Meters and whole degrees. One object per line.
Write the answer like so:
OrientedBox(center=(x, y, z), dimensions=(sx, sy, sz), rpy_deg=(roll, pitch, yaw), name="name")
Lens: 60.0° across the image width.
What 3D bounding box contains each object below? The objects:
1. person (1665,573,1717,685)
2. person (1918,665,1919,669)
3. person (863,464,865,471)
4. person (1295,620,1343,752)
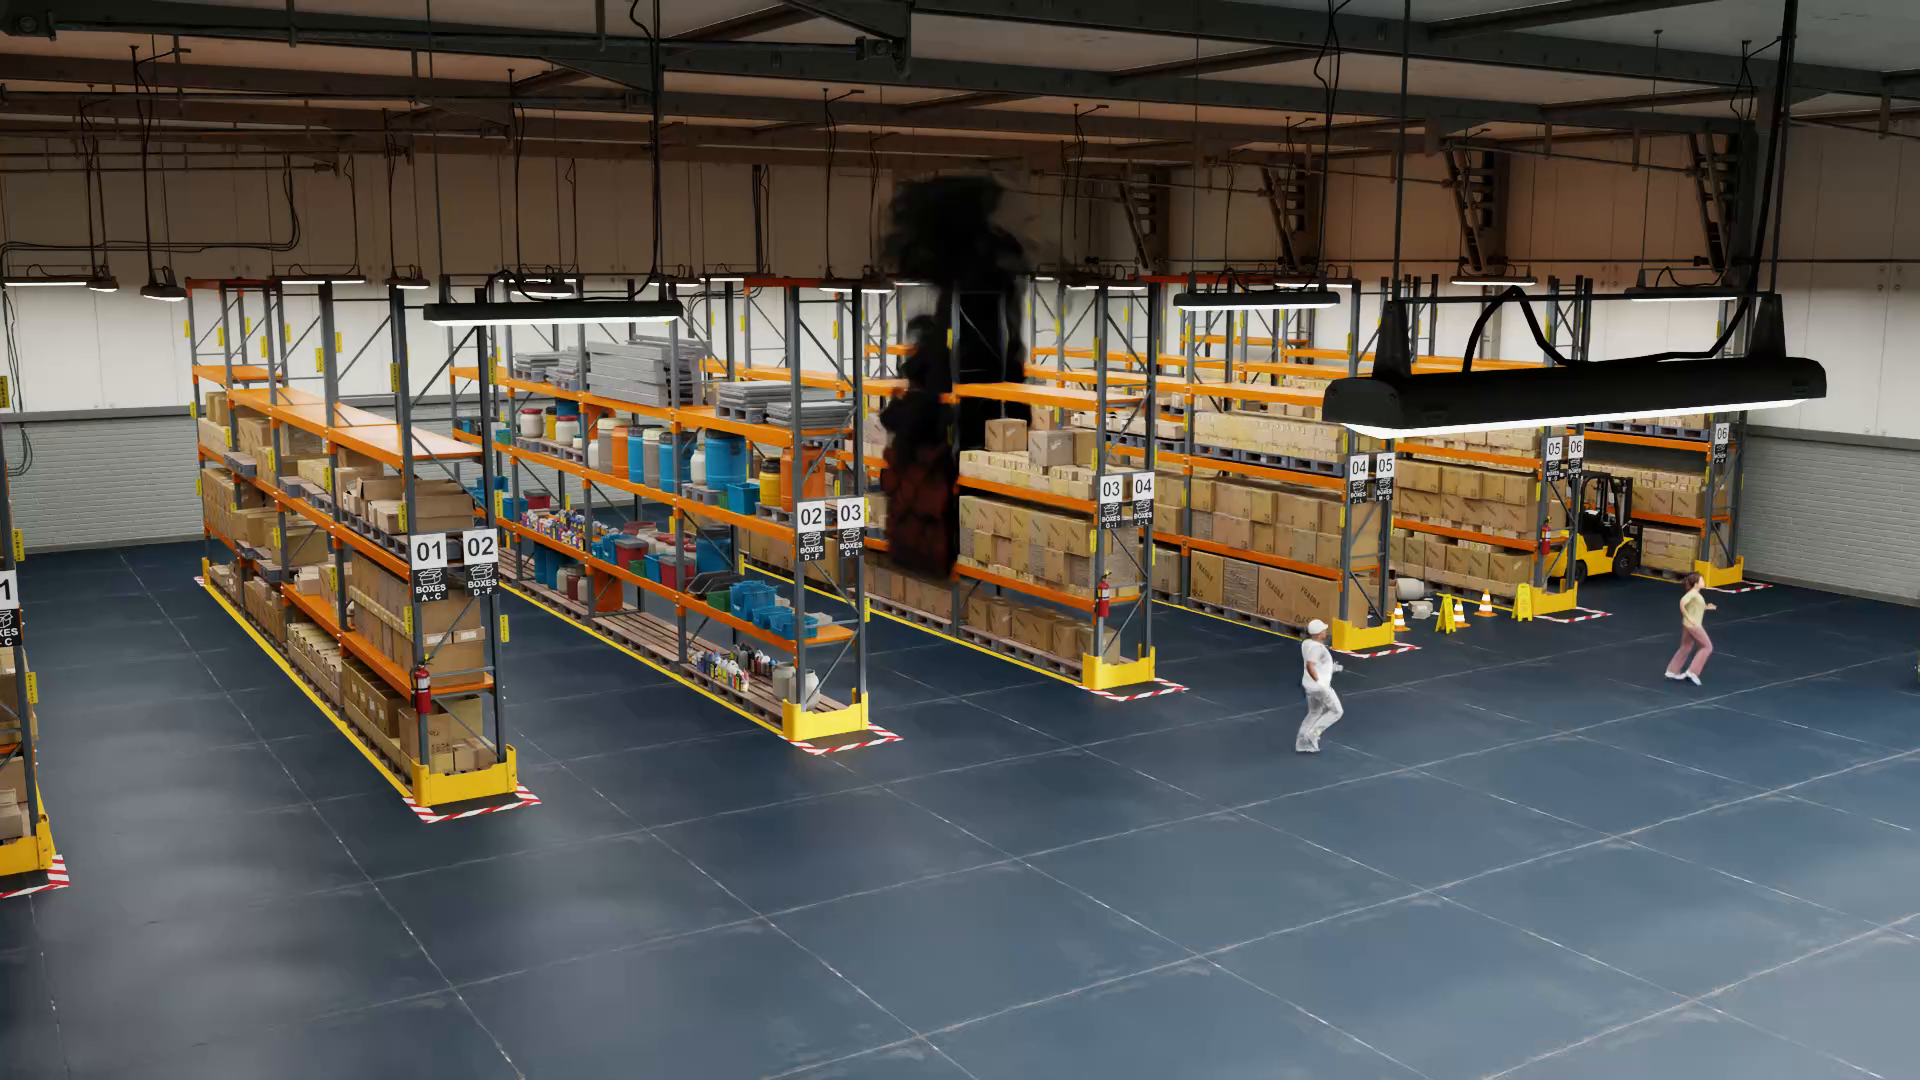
OrientedBox(center=(11.050, 1.334, 25.097), dimensions=(0.681, 1.696, 0.573), rpy_deg=(3, 10, 15), name="person")
OrientedBox(center=(14.842, 1.333, 24.604), dimensions=(1.061, 1.754, 0.708), rpy_deg=(3, 10, 15), name="person")
OrientedBox(center=(-2.389, -1.493, 41.937), dimensions=(0.617, 1.671, 0.622), rpy_deg=(-9, 13, -42), name="person")
OrientedBox(center=(4.665, 1.883, 21.471), dimensions=(0.634, 1.738, 0.668), rpy_deg=(-2, 10, -10), name="person")
